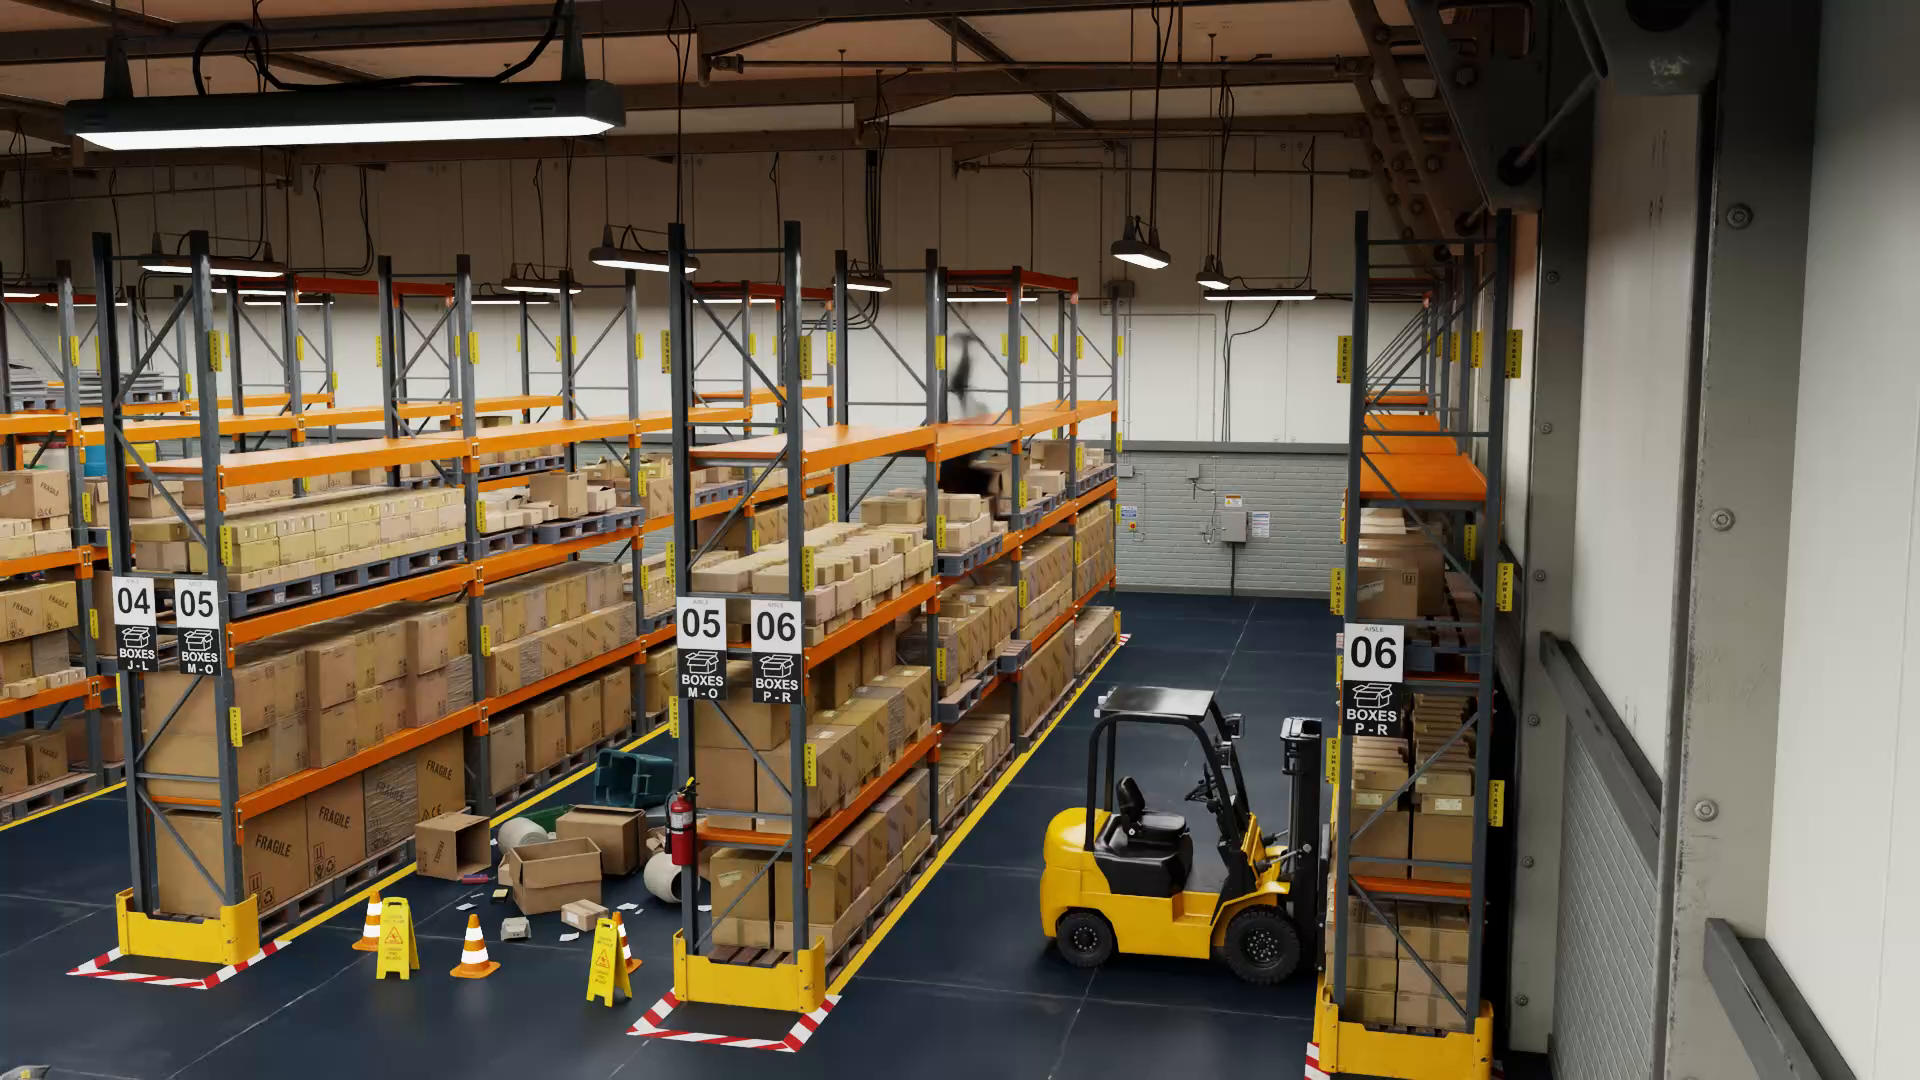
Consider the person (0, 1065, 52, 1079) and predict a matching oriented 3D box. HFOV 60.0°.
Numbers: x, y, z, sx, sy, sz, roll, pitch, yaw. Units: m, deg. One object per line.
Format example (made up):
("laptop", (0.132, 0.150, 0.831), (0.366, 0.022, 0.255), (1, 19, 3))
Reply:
("person", (-4.495, 3.335, 8.068), (0.589, 1.720, 0.883), (-5, 8, -34))
